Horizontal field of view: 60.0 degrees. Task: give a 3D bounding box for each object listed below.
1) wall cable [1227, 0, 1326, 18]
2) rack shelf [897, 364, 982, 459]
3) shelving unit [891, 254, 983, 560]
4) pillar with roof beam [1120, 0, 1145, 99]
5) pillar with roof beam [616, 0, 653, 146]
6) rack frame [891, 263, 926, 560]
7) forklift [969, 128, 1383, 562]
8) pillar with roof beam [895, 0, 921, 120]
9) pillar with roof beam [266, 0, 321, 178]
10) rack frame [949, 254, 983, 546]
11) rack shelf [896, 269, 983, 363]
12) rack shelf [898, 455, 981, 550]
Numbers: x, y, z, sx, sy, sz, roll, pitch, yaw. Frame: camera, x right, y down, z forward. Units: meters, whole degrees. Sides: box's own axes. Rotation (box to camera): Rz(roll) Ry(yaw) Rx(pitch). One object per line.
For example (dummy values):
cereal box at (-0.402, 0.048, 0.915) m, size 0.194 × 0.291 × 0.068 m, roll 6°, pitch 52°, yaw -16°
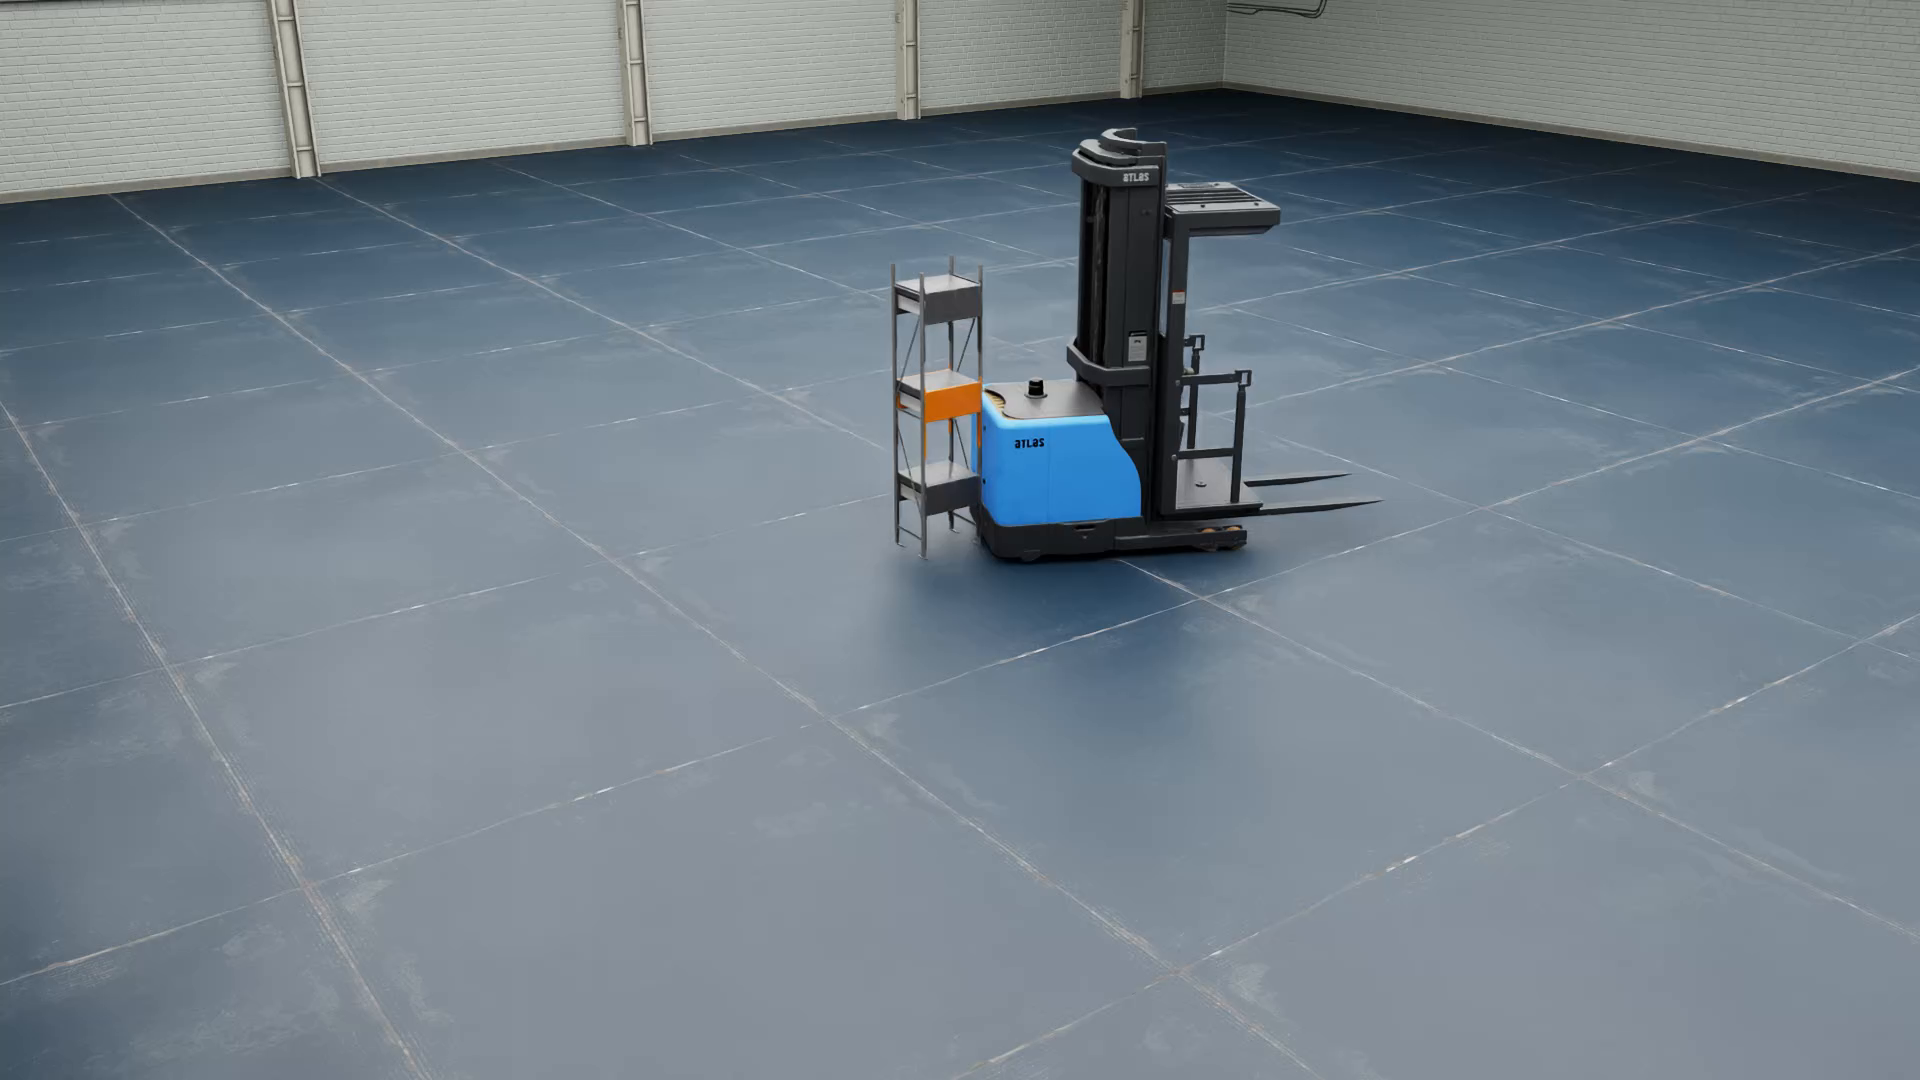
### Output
wall cable at (6.984, -12.885, 36.735) m, size 0.112 × 2.526 × 3.097 m, roll -15°, pitch 26°, yaw -33°
rack shelf at (-0.161, -0.928, 11.924) m, size 0.480 × 0.518 × 0.431 m, roll -14°, pitch 26°, yaw -31°
shelving unit at (-0.161, -0.940, 11.919) m, size 0.503 × 2.100 × 0.431 m, roll -14°, pitch 26°, yaw -31°
pillar with roof beam at (6.334, -12.792, 32.313) m, size 0.400 × 9.000 × 9.100 m, roll -15°, pitch 26°, yaw -33°
pillar with roof beam at (-3.407, -10.195, 25.804) m, size 0.400 × 9.000 × 9.100 m, roll -15°, pitch 26°, yaw -33°
rack frame at (-0.363, -0.890, 11.792) m, size 0.015 × 2.100 × 0.400 m, roll -14°, pitch 26°, yaw -31°
forklift at (1.642, -1.463, 12.108) m, size 3.031 × 2.935 × 1.130 m, roll -4°, pitch 22°, yaw -11°
pillar with roof beam at (1.464, -11.494, 29.058) m, size 0.400 × 9.000 × 9.100 m, roll -15°, pitch 26°, yaw -33°
pillar with roof beam at (-8.277, -8.896, 22.549) m, size 0.400 × 9.000 × 9.100 m, roll -15°, pitch 26°, yaw -33°
rack frame at (0.041, -0.991, 12.046) m, size 0.015 × 2.100 × 0.400 m, roll -14°, pitch 26°, yaw -31°
rack shelf at (-0.160, -1.577, 11.663) m, size 0.480 × 0.518 × 0.431 m, roll -14°, pitch 26°, yaw -31°
rack shelf at (-0.162, -0.278, 12.184) m, size 0.480 × 0.518 × 0.431 m, roll -14°, pitch 26°, yaw -31°
